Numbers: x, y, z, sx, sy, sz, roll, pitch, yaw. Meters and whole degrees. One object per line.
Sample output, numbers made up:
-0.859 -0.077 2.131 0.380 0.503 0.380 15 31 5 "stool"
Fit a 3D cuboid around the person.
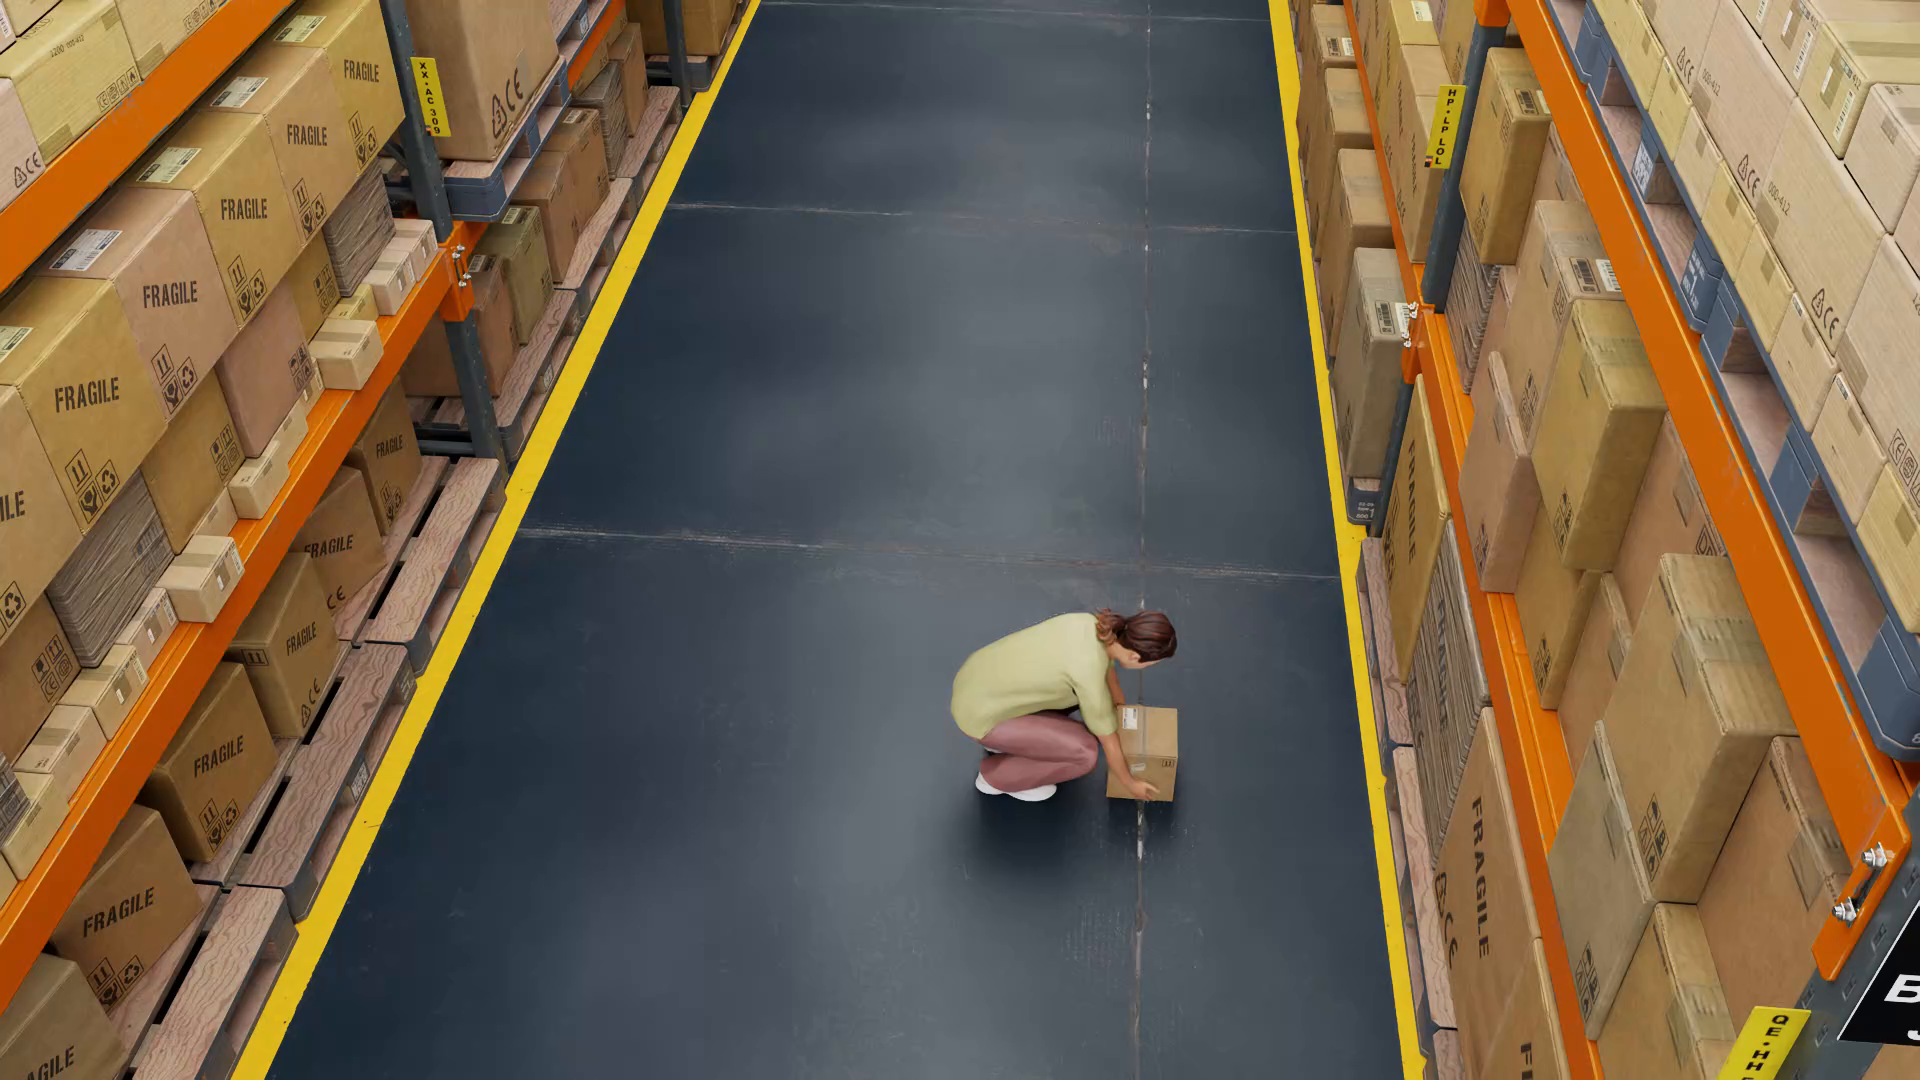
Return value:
0.375 0.591 6.167 0.810 0.796 0.477 3 40 4 "person"
